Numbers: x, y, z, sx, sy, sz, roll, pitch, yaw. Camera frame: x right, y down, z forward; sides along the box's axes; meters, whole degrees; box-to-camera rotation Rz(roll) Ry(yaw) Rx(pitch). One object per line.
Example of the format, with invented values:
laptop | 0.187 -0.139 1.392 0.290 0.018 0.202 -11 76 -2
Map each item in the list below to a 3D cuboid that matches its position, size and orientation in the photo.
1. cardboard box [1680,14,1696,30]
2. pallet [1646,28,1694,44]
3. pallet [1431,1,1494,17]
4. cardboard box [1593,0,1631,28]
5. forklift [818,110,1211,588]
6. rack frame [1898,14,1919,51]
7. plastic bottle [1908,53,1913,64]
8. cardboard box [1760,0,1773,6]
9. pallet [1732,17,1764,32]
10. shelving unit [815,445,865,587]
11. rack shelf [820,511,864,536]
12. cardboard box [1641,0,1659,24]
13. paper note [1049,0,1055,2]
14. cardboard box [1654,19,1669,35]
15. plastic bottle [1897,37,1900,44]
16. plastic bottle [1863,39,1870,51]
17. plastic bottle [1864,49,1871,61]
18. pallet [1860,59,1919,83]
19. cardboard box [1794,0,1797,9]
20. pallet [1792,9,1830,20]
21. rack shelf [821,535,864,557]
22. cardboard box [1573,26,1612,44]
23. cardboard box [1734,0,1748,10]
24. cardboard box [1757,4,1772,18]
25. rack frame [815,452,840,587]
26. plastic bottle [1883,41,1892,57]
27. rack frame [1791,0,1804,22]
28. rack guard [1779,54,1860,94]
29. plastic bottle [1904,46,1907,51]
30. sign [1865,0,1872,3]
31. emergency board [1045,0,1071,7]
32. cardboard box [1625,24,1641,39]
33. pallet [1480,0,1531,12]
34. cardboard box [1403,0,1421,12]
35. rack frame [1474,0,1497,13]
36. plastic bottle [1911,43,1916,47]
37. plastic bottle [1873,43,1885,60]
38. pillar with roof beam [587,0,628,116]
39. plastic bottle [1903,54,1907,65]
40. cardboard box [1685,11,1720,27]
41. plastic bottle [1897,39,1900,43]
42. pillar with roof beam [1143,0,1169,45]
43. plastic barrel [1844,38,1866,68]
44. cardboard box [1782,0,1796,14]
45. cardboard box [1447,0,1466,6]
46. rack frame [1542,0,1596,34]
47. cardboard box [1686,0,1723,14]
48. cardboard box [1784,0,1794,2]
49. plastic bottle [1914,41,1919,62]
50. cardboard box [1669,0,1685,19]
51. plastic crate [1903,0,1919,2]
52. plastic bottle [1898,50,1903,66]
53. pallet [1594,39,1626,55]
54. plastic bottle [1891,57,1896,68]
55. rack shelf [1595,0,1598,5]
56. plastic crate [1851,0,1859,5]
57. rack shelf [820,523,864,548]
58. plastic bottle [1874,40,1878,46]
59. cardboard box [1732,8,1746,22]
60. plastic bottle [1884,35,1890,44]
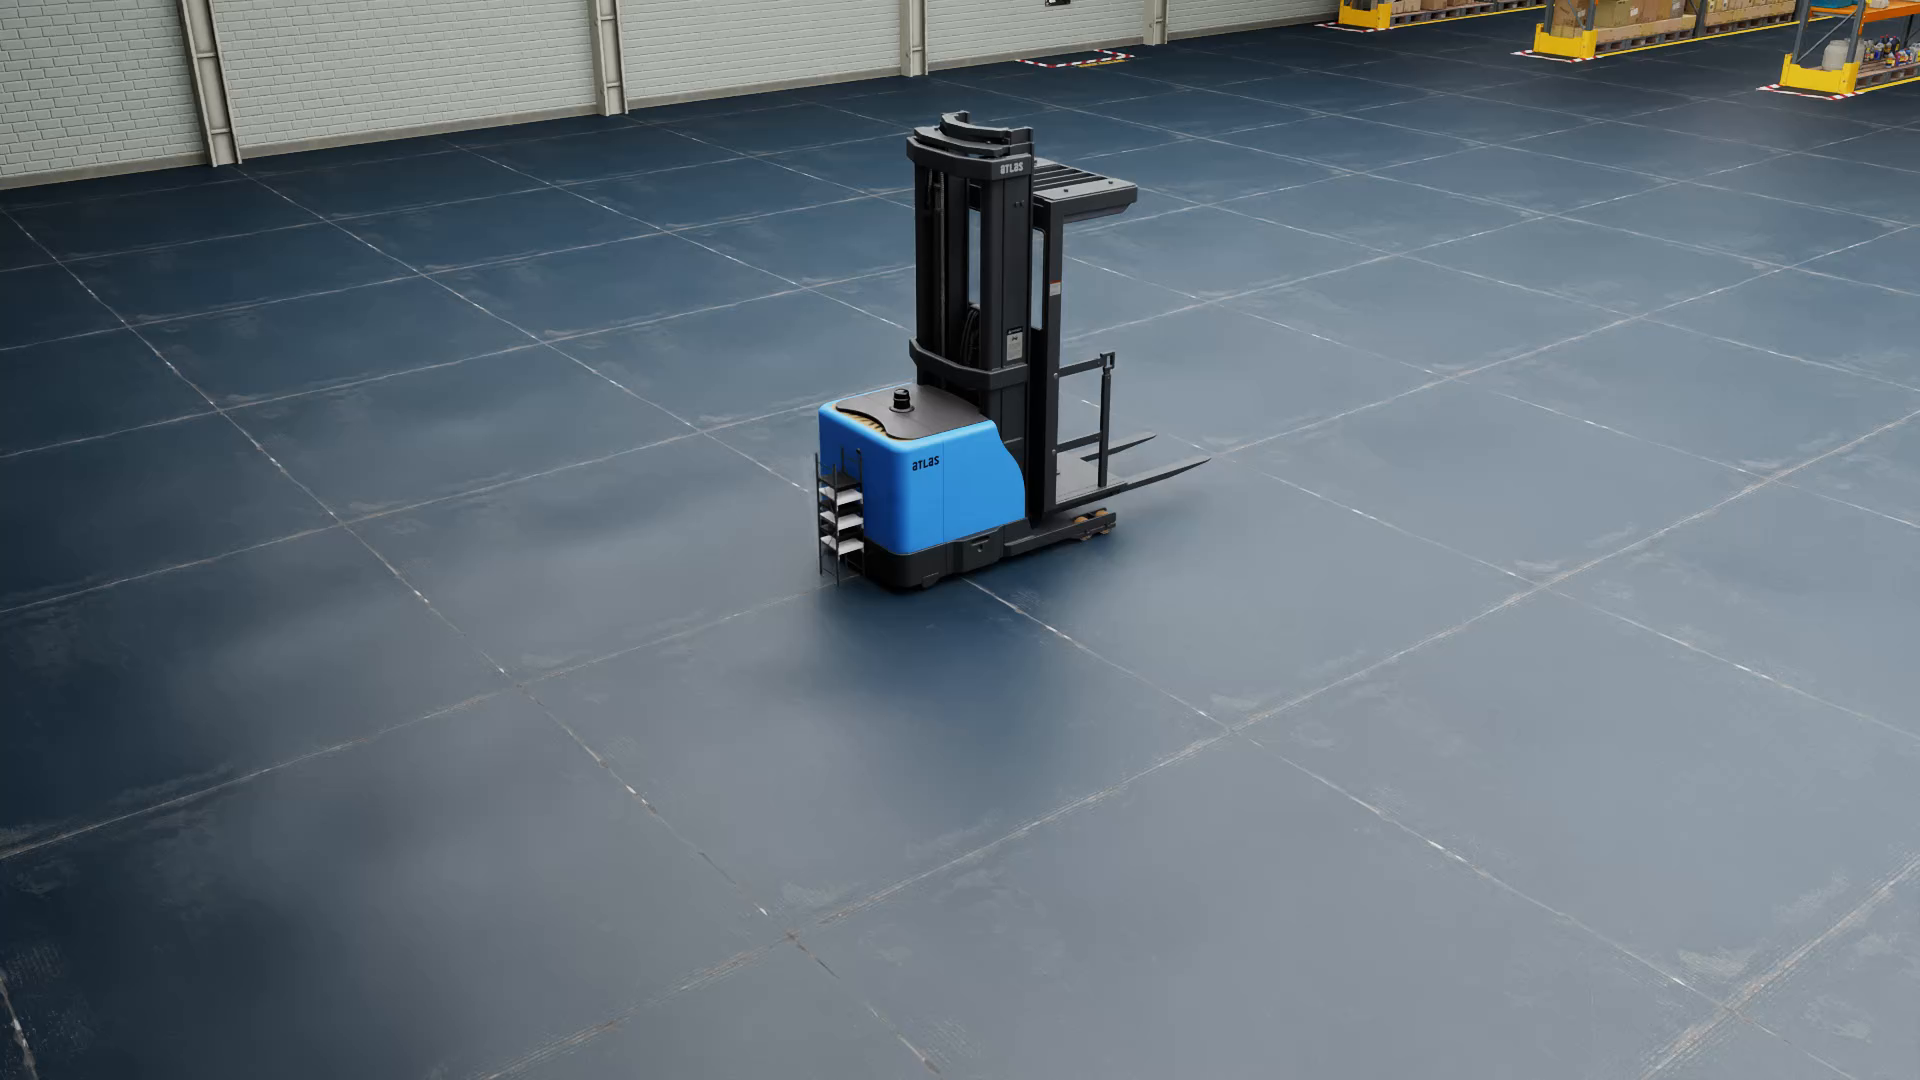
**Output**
cardboard box | 14.577 -10.537 33.786 0.500 0.250 0.500 -18 31 -34
pallet | 14.155 -10.329 33.883 1.213 0.211 1.003 -18 31 -34
pallet | 11.240 -11.976 37.431 1.213 0.211 1.003 -18 31 -34
cardboard box | 12.611 -10.227 32.227 0.500 0.500 0.500 -18 31 -34
forklift | 0.507 -1.487 11.601 3.031 2.935 1.130 -17 30 -33
rack frame | 17.860 -10.145 30.173 0.127 3.000 1.000 -18 31 -34
plastic bottle | 16.920 -8.598 29.642 0.097 0.201 0.097 0 25 0
cardboard box | 16.890 -11.538 35.277 0.500 0.311 0.500 -18 31 -34
pallet | 16.323 -11.045 35.425 1.213 0.211 1.003 -18 31 -34
shelving unit | -0.802 -0.159 11.150 0.210 0.900 0.258 -17 30 -33
rack shelf | -0.802 -0.128 11.164 0.200 0.077 0.258 -17 30 -33
cardboard box | 13.400 -10.485 32.784 0.500 0.500 0.500 -18 31 -34
paper note | 1.745 -10.246 31.437 0.142 0.148 0.016 -18 31 -34
cardboard box | 13.793 -10.276 33.223 0.500 0.250 0.500 -18 31 -34
plastic bottle | 17.339 -9.169 30.790 0.097 0.271 0.097 0 25 0
plastic bottle | 16.340 -8.863 30.035 0.185 0.351 0.144 -17 30 -32
plastic bottle | 16.303 -8.714 29.892 0.097 0.201 0.097 0 25 0
pallet | 16.345 -8.401 29.727 1.213 0.211 1.003 -18 31 -34
cardboard box | 18.489 -11.915 36.434 0.500 0.500 0.500 -17 30 -32
pallet | 18.565 -11.742 36.928 1.213 0.211 1.003 -18 31 -34
rack shelf | -0.802 0.035 11.240 0.200 0.077 0.258 -17 30 -33
cardboard box | 12.218 -9.757 32.104 0.500 0.250 0.500 -18 31 -34
cardboard box | 16.089 -11.272 34.704 0.500 0.311 0.500 -19 31 -36
cardboard box | 16.890 -11.287 35.401 0.500 0.250 0.500 -17 30 -33
rack frame | -0.884 -0.133 11.095 0.006 0.900 0.240 -17 30 -33
plastic bottle | 16.929 -8.957 30.332 0.097 0.271 0.097 0 25 0
rack frame | 17.954 -12.826 35.950 0.127 3.000 1.000 -18 31 -34
rack guard | 14.743 -8.007 28.537 0.348 0.500 1.175 -18 31 -34
plastic bottle | 16.930 -8.710 29.786 0.133 0.283 0.061 -18 31 -34
sign | 15.049 -9.048 27.481 0.005 0.325 0.100 -18 31 -34
emergency board | 1.927 -10.668 31.301 0.643 1.169 0.194 -18 31 -34
cardboard box | 13.003 -10.017 32.666 0.500 0.250 0.500 -18 31 -34
pallet | 12.359 -12.365 38.269 1.213 0.211 1.003 -18 31 -34
cardboard box | 9.648 -11.666 36.121 0.500 0.311 0.500 -15 29 -30
rack frame | 11.747 -13.427 37.245 0.127 3.000 1.000 -18 31 -34
plastic bottle | 17.269 -8.839 30.072 0.135 0.276 0.152 -18 31 -34
plastic bottle | 16.597 -8.835 30.063 0.135 0.276 0.152 -18 31 -34
pillar with roof beam | -2.892 -9.475 21.604 0.400 9.000 9.100 -18 31 -34
plastic bottle | 16.758 -8.545 29.526 0.097 0.201 0.097 0 25 0
cardboard box | 15.277 -10.753 34.250 0.500 0.250 0.500 -19 31 -35
plastic bottle | 17.168 -9.047 30.511 0.133 0.283 0.061 -18 31 -34
pillar with roof beam | 6.551 -12.593 28.321 0.400 9.000 9.100 -18 31 -34
plastic barrel | 15.578 -8.494 29.073 0.421 0.512 0.421 0 25 0
cardboard box | 17.691 -11.552 35.972 0.500 0.250 0.500 -17 30 -33
cardboard box | 10.955 -12.210 37.069 0.500 0.500 0.500 -21 32 -38
rack frame | 11.659 -10.748 31.472 0.127 3.000 1.000 -18 31 -34
cardboard box | 15.286 -11.009 34.137 0.500 0.311 0.500 -18 30 -34
cardboard box | 17.694 -11.806 35.853 0.500 0.311 0.500 -17 30 -33
plastic bottle | 17.126 -8.746 29.784 0.185 0.351 0.144 -18 31 -34
cardboard box | 14.176 -10.751 33.356 0.500 0.500 0.500 -18 31 -34
plastic crate | 16.739 -9.520 29.139 0.437 0.136 0.530 -18 31 -34
plastic bottle | 16.601 -8.525 29.400 0.097 0.271 0.097 0 25 0
pallet | 12.235 -9.695 32.517 1.213 0.211 1.003 -18 31 -34
plastic bottle | 16.413 -8.431 29.281 0.097 0.201 0.097 0 25 0
rack shelf | 13.233 -10.941 32.743 4.000 0.370 1.077 -18 31 -34
plastic crate | 15.436 -9.434 28.819 0.408 0.251 0.499 -18 31 -34
rack shelf | -0.802 -0.047 11.202 0.200 0.077 0.258 -17 30 -33
plastic bottle | 16.665 -8.962 30.329 0.133 0.283 0.061 -17 30 -32
cardboard box | 16.086 -11.021 34.827 0.500 0.250 0.500 -19 31 -36
plastic bottle | 16.969 -9.071 30.483 0.185 0.351 0.144 -17 30 -33
